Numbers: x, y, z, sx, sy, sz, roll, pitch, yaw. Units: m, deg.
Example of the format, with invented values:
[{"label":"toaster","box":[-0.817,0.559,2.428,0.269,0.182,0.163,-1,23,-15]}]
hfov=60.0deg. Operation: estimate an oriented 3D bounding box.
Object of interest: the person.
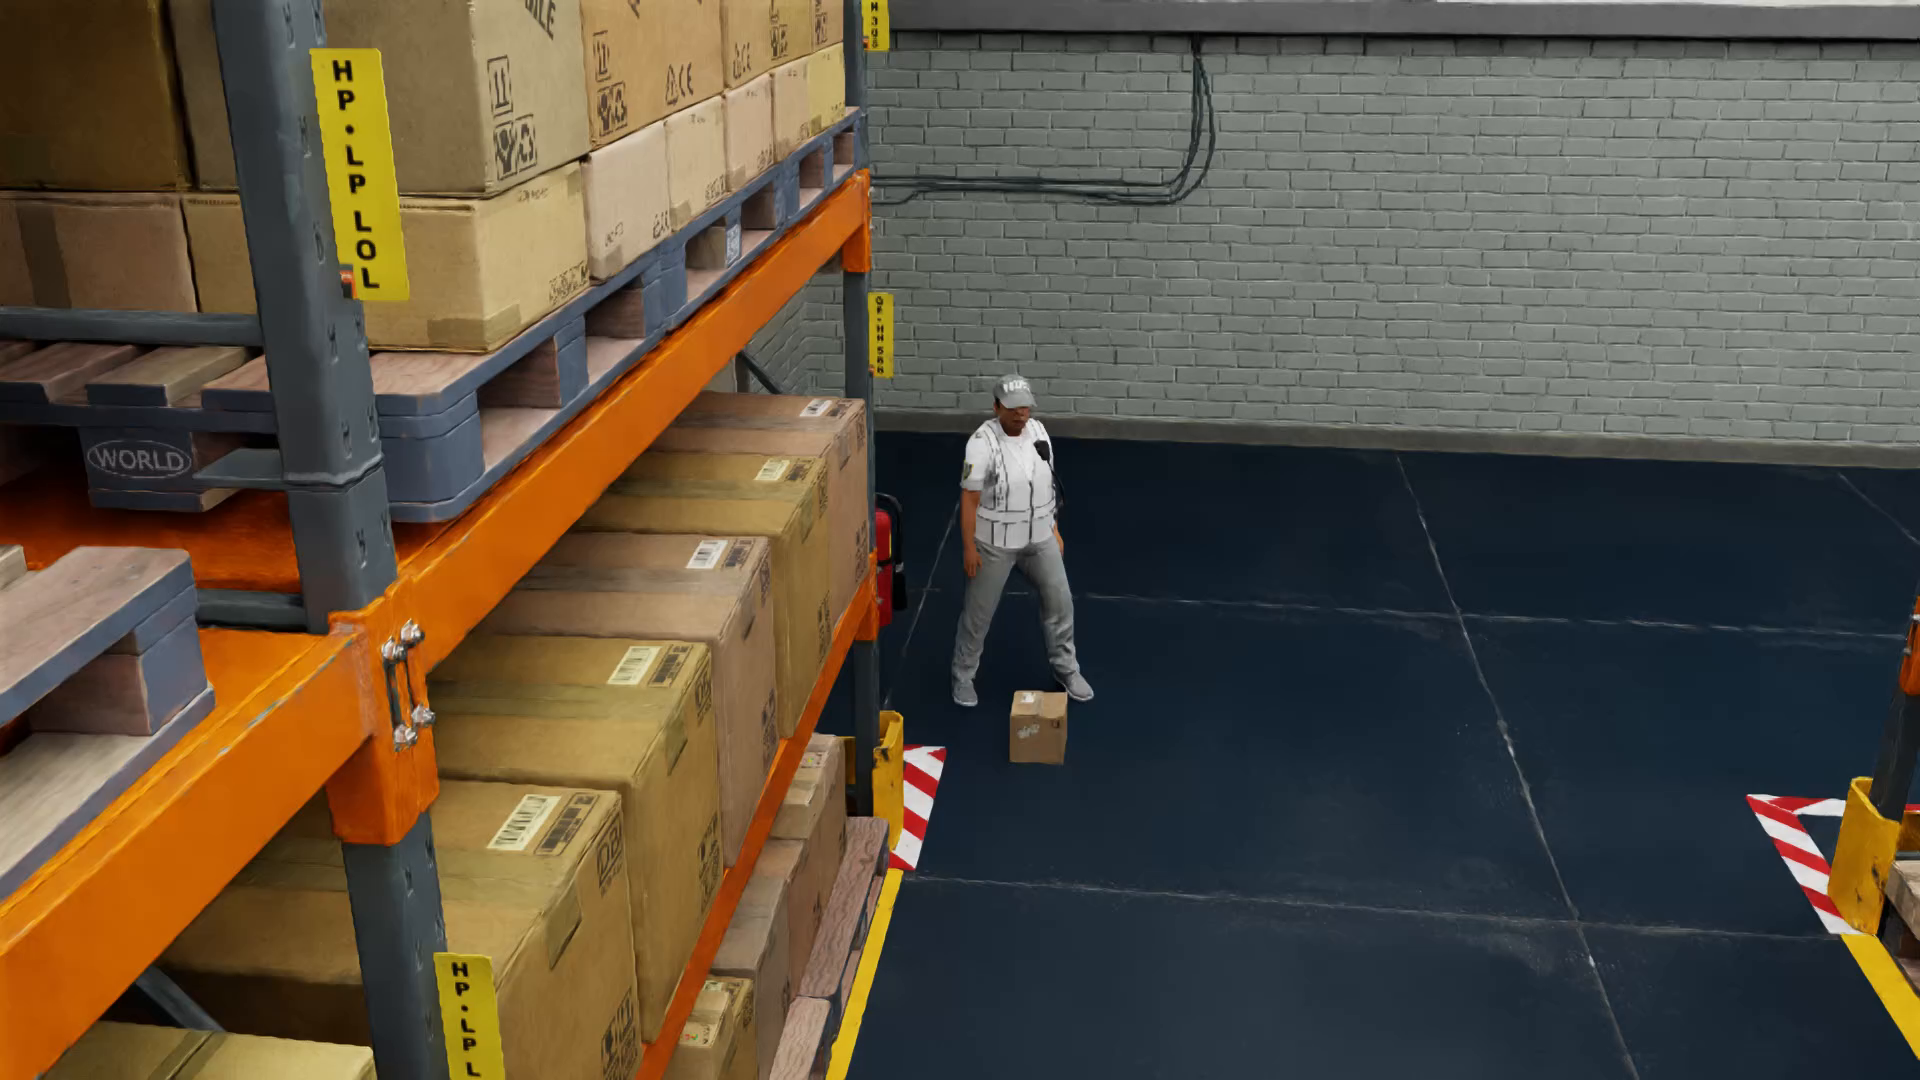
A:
[{"label":"person","box":[0.285,-0.002,8.046,0.651,1.657,0.529,-12,25,-29]}]
